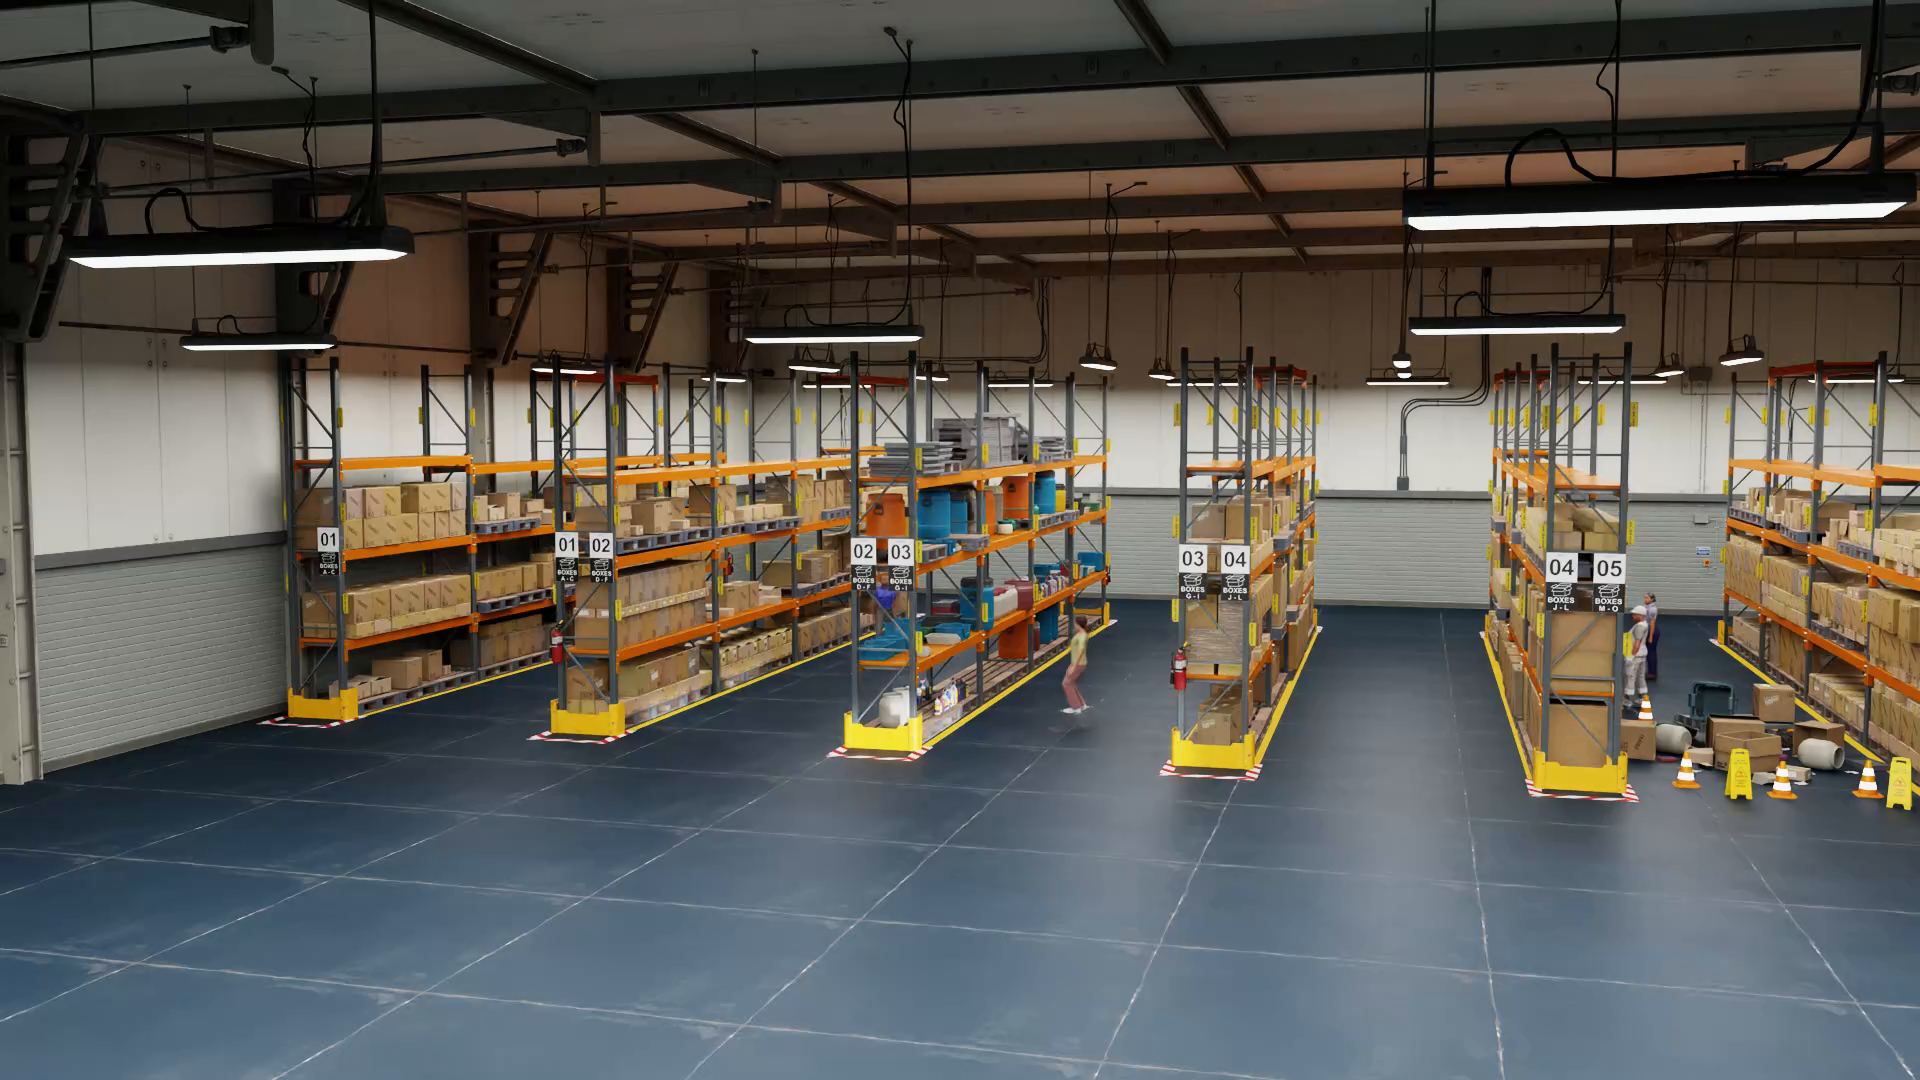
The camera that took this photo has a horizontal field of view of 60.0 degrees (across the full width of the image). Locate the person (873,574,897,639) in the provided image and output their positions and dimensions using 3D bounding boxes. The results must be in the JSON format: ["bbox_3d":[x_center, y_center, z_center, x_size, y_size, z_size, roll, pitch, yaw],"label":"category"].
[{"bbox_3d":[-1.489,1.491,33.115,0.509,1.610,0.920,1,4,10],"label":"person"}]

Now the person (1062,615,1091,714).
[{"bbox_3d":[1.846,2.012,26.631,0.475,1.647,0.545,0,4,-4],"label":"person"}]

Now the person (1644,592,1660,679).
[{"bbox_3d":[13.268,1.834,32.009,0.378,1.656,0.523,2,5,28],"label":"person"}]

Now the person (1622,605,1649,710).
[{"bbox_3d":[11.619,2.021,28.629,0.610,1.792,0.470,-4,6,-42],"label":"person"}]
